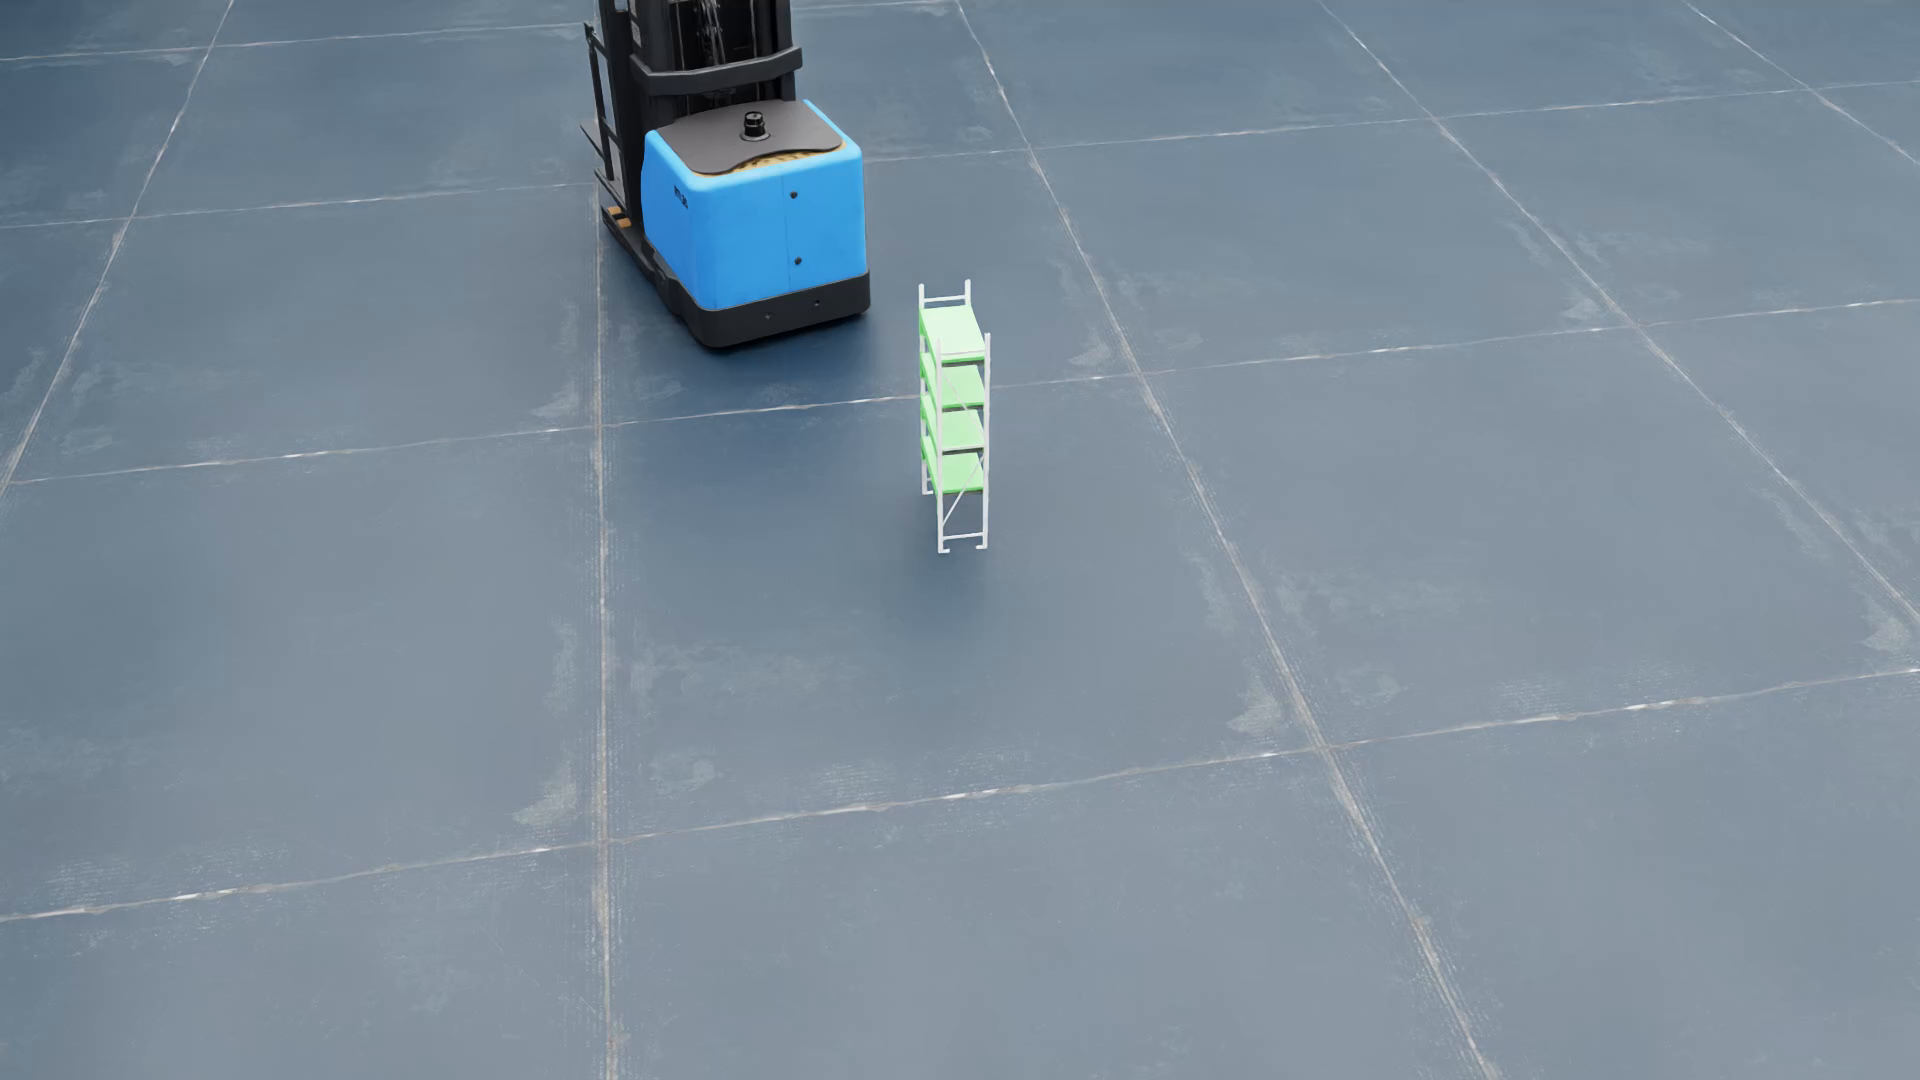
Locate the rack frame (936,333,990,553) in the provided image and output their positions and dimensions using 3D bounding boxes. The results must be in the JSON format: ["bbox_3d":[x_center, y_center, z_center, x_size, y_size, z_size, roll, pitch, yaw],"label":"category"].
[{"bbox_3d":[0.014,-0.426,7.721,0.240,1.200,0.015,-6,38,-8],"label":"rack frame"}]

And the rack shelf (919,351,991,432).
[{"bbox_3d":[-0.029,-0.713,7.802,0.258,0.148,0.480,-6,38,-8],"label":"rack shelf"}]

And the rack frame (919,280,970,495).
[{"bbox_3d":[-0.072,-0.721,8.100,0.240,1.200,0.015,-6,38,-8],"label":"rack frame"}]

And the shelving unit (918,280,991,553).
[{"bbox_3d":[-0.029,-0.574,7.911,0.258,1.200,0.503,-6,38,-8],"label":"shelving unit"}]

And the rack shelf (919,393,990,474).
[{"bbox_3d":[-0.029,-0.523,7.950,0.258,0.148,0.480,-6,38,-8],"label":"rack shelf"}]

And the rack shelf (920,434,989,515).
[{"bbox_3d":[-0.029,-0.334,8.097,0.258,0.148,0.480,-6,38,-8],"label":"rack shelf"}]

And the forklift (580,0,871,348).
[{"bbox_3d":[-1.645,-3.143,9.807,1.130,2.935,3.031,-17,41,-21],"label":"forklift"}]

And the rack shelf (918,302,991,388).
[{"bbox_3d":[-0.029,-0.902,7.655,0.258,0.148,0.480,-6,38,-8],"label":"rack shelf"}]
